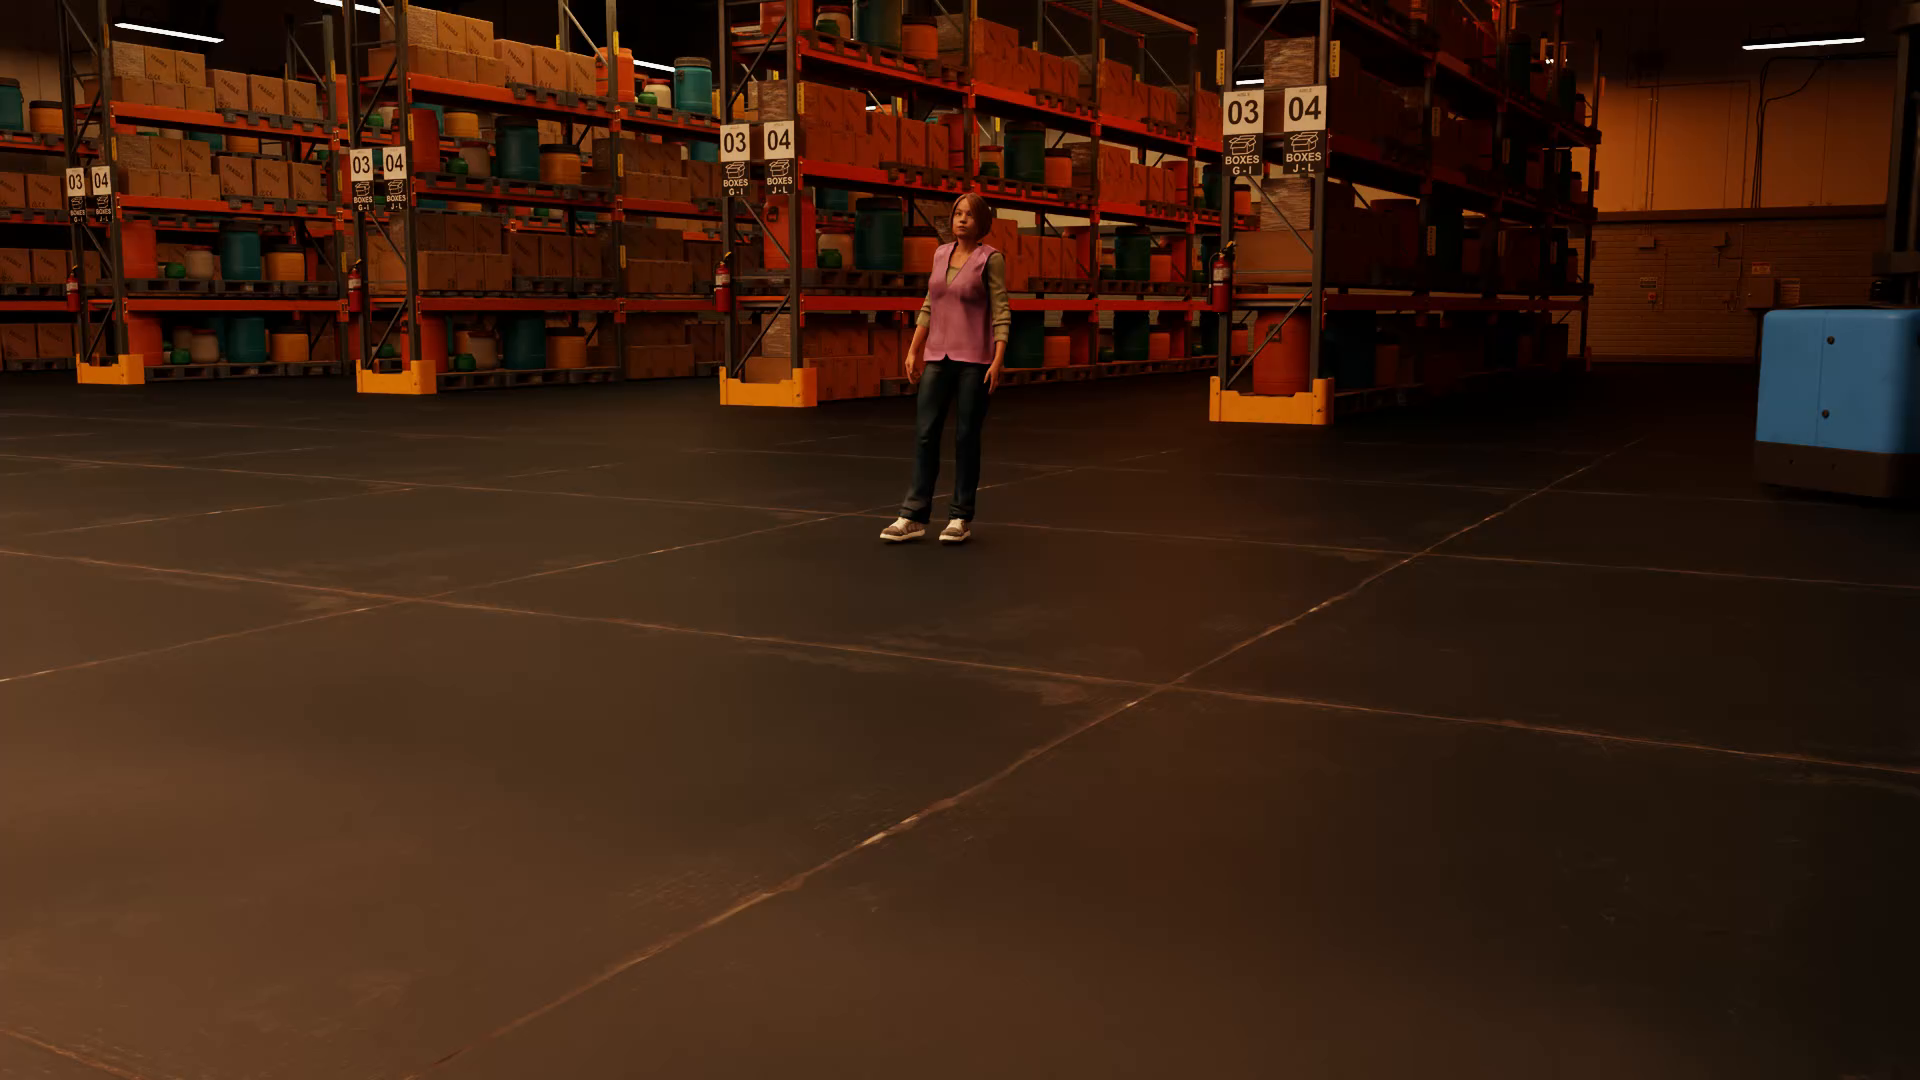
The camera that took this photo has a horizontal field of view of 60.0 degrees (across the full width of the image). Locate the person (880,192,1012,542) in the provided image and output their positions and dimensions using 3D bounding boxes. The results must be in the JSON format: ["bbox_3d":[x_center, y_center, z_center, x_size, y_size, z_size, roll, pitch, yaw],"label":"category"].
[{"bbox_3d":[-0.049,-0.791,7.646,0.520,1.599,0.473,4,9,29],"label":"person"}]

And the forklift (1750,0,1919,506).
[{"bbox_3d":[6.226,-1.727,9.604,3.031,2.935,1.130,-2,8,-17],"label":"forklift"}]
